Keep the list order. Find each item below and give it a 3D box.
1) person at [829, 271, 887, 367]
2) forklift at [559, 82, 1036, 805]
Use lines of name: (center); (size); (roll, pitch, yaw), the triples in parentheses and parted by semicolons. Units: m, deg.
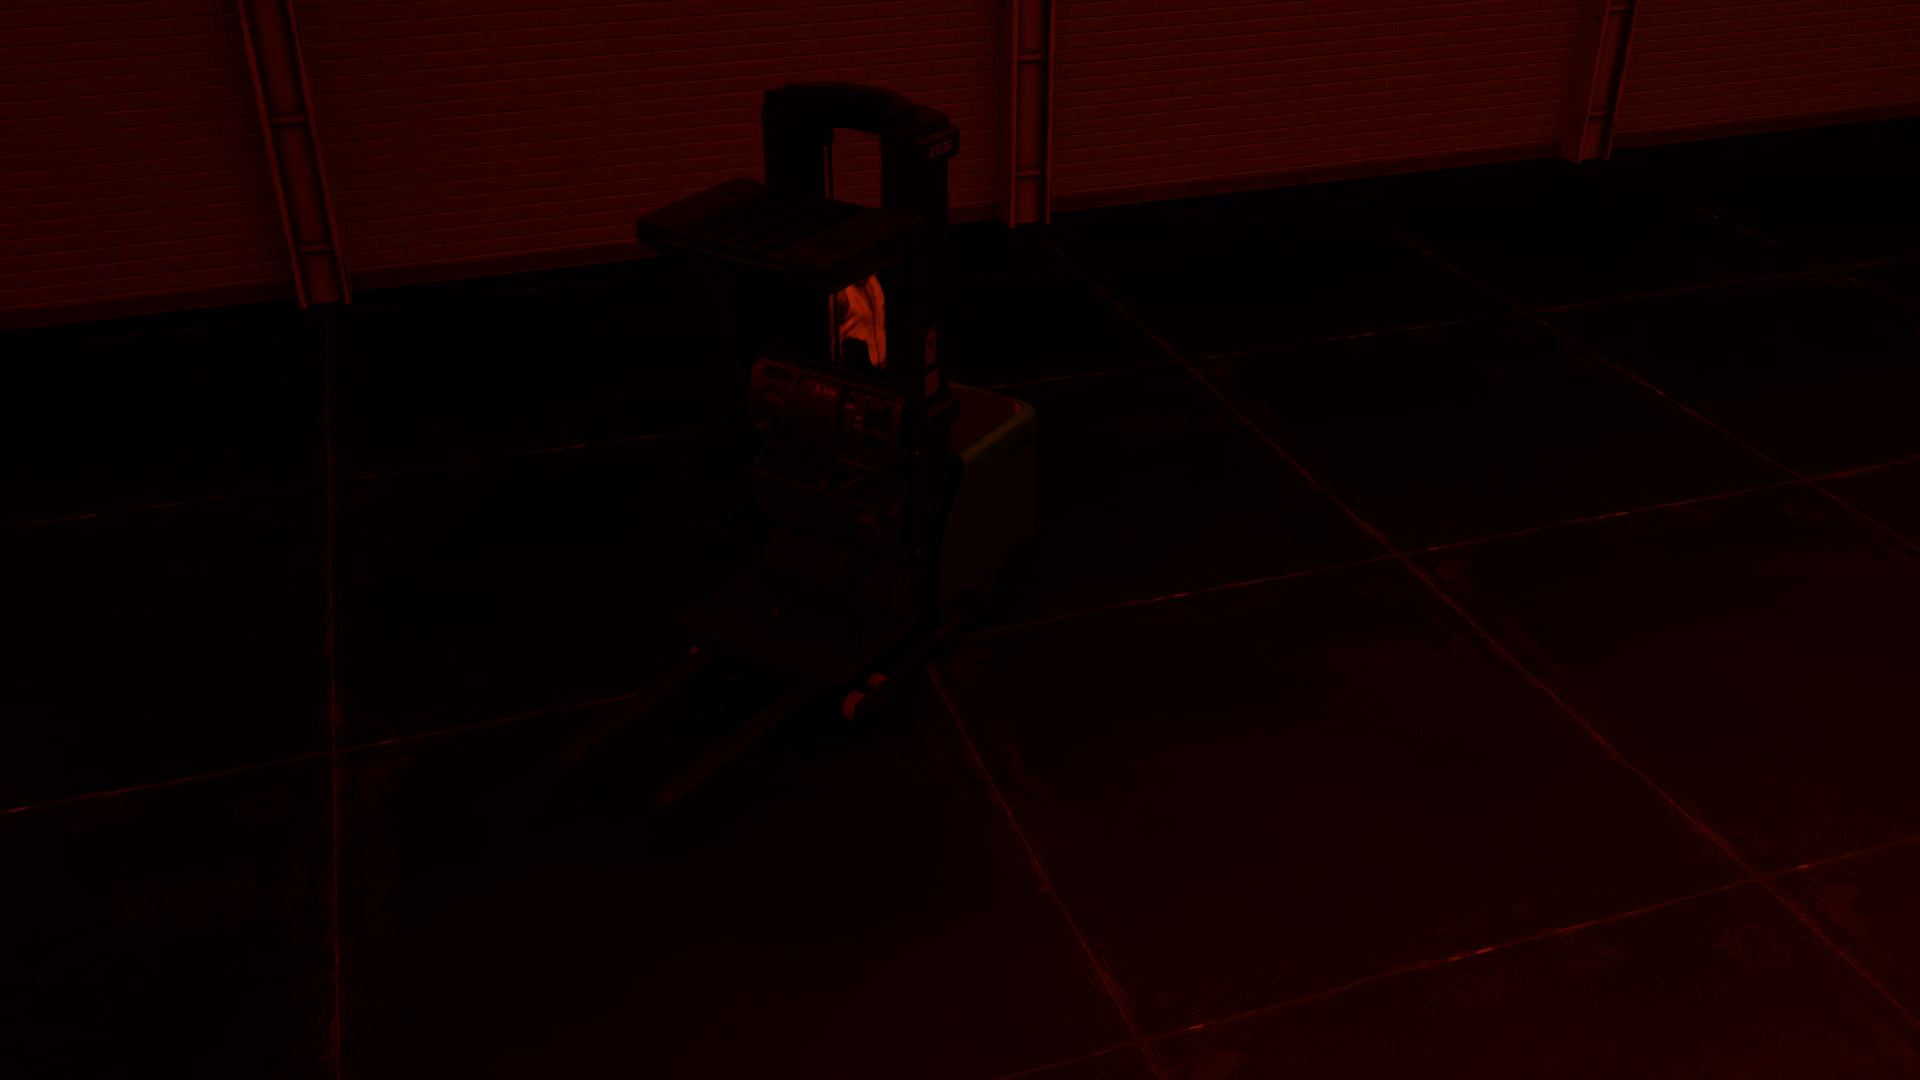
person: (-0.611, -1.104, 10.202); (0.409, 1.745, 0.769); (15, 33, 25)
forklift: (-0.787, -0.608, 8.143); (1.130, 2.935, 3.031); (18, 34, 28)
